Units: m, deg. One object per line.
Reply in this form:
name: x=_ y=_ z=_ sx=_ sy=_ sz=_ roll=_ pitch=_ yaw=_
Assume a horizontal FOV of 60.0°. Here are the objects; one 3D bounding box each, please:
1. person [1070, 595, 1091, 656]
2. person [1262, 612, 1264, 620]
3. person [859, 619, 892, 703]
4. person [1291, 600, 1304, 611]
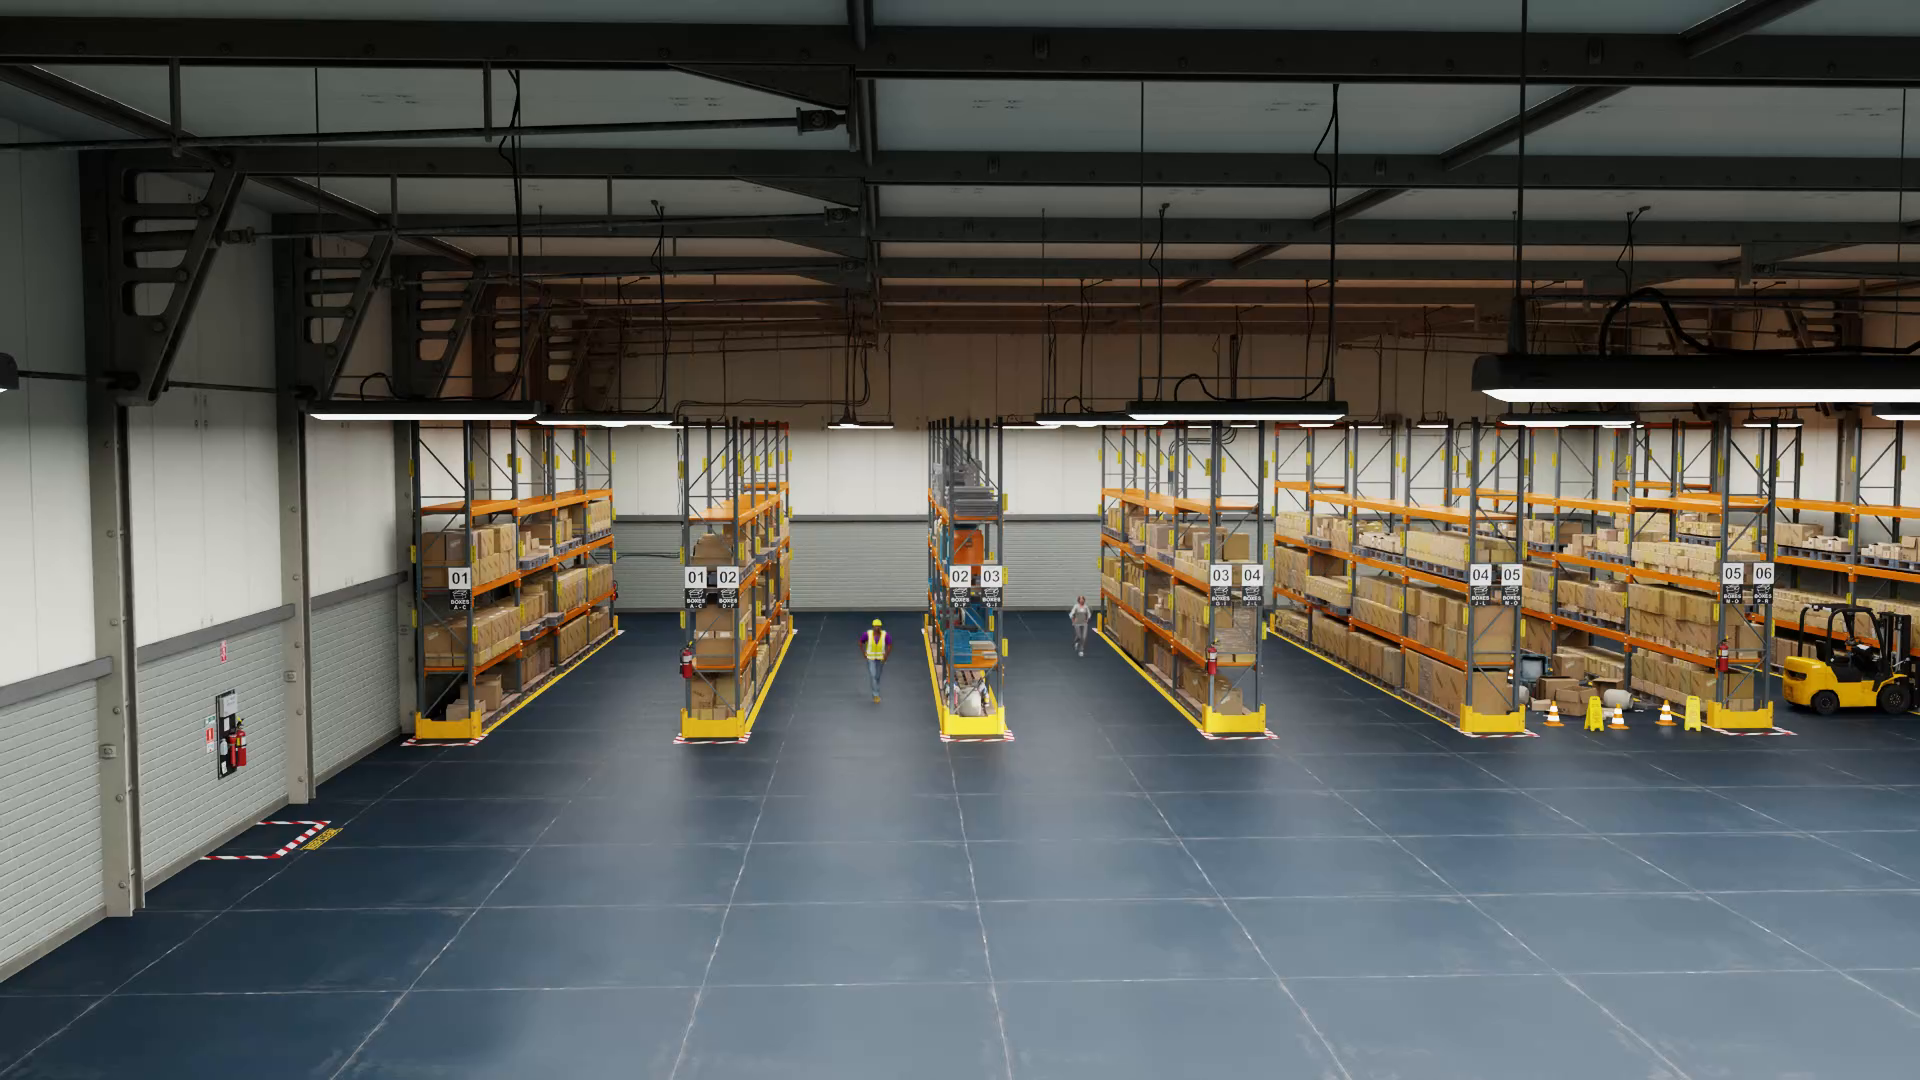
person: x=3.088 y=2.186 z=42.444 sx=0.545 sy=1.558 sz=0.546 roll=0 pitch=4 yaw=-6
person: x=8.515 y=1.686 z=48.497 sx=0.801 sy=1.735 sz=0.749 roll=-3 pitch=5 yaw=-40
person: x=-1.802 y=2.533 z=35.398 sx=0.705 sy=1.750 sz=0.992 roll=0 pitch=4 yaw=-8
person: x=10.022 y=1.694 z=49.087 sx=0.796 sy=1.718 sz=0.644 roll=0 pitch=4 yaw=-5
